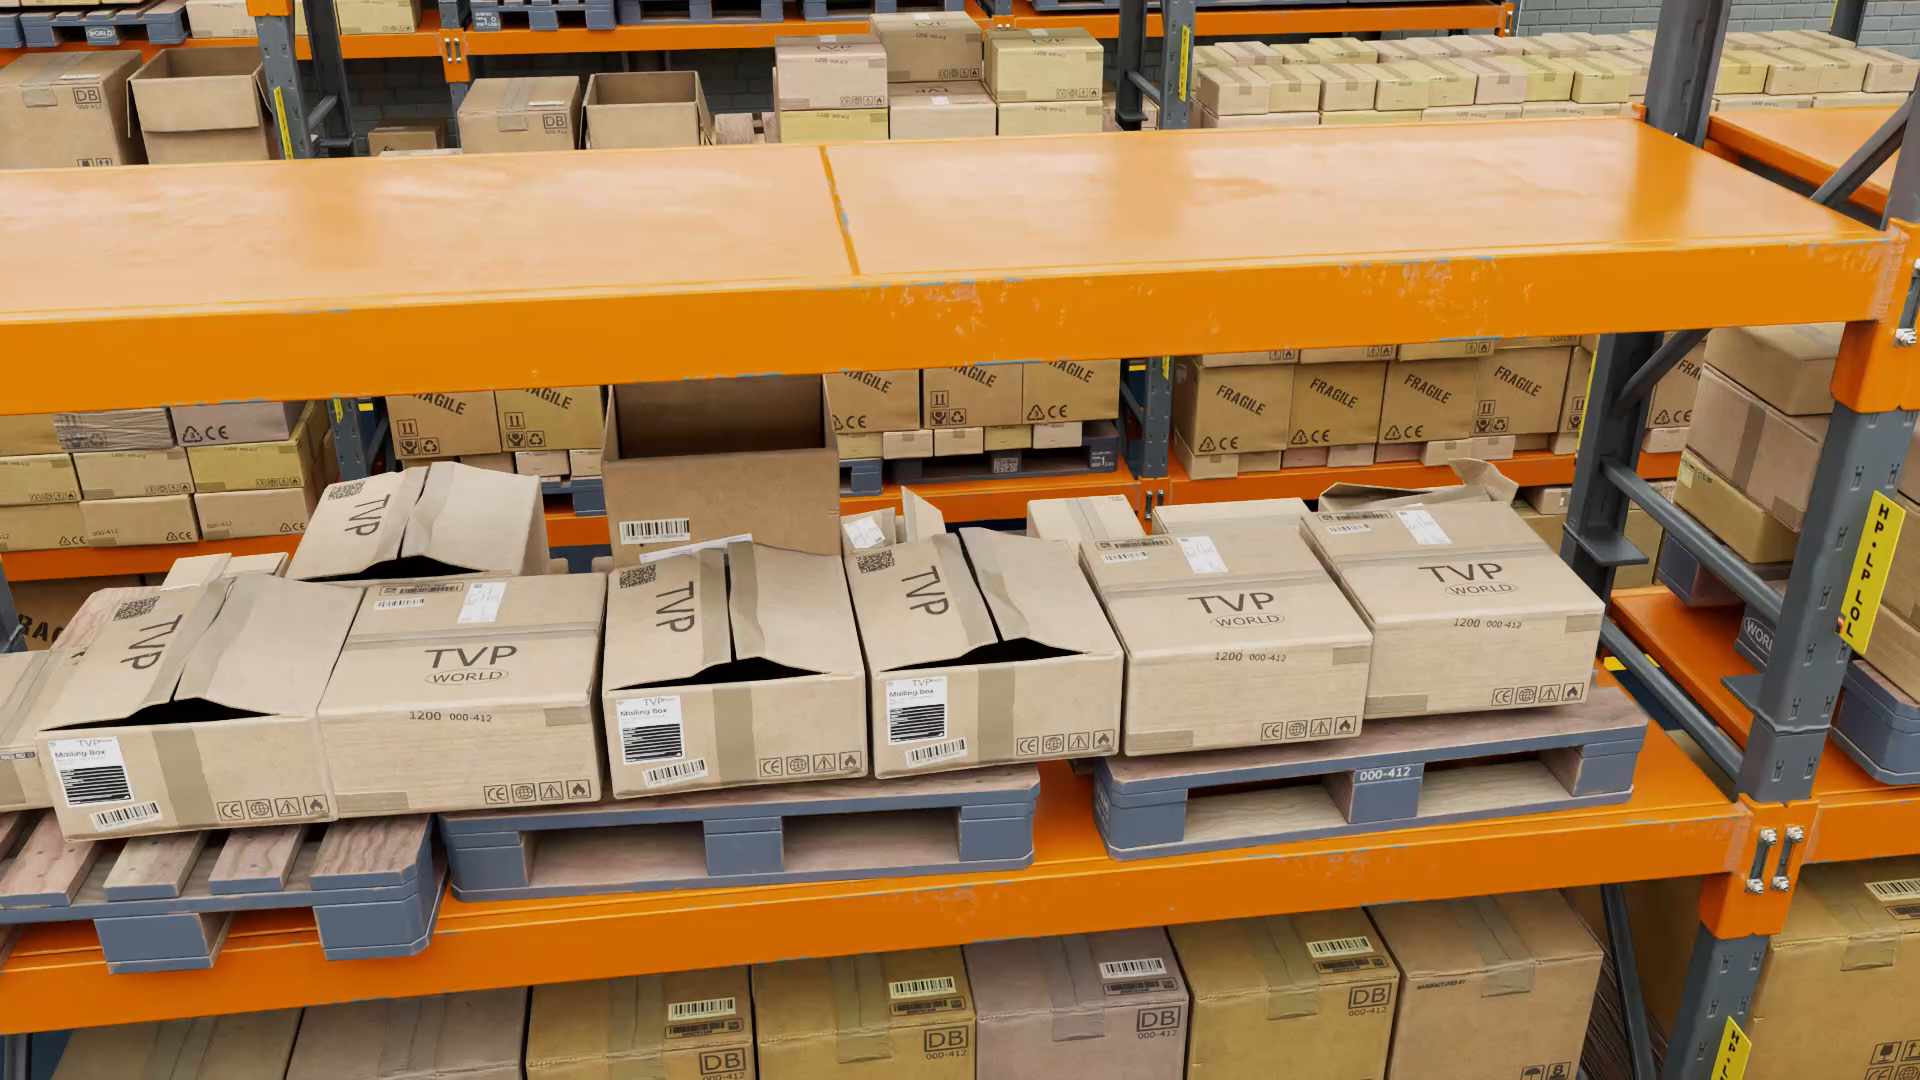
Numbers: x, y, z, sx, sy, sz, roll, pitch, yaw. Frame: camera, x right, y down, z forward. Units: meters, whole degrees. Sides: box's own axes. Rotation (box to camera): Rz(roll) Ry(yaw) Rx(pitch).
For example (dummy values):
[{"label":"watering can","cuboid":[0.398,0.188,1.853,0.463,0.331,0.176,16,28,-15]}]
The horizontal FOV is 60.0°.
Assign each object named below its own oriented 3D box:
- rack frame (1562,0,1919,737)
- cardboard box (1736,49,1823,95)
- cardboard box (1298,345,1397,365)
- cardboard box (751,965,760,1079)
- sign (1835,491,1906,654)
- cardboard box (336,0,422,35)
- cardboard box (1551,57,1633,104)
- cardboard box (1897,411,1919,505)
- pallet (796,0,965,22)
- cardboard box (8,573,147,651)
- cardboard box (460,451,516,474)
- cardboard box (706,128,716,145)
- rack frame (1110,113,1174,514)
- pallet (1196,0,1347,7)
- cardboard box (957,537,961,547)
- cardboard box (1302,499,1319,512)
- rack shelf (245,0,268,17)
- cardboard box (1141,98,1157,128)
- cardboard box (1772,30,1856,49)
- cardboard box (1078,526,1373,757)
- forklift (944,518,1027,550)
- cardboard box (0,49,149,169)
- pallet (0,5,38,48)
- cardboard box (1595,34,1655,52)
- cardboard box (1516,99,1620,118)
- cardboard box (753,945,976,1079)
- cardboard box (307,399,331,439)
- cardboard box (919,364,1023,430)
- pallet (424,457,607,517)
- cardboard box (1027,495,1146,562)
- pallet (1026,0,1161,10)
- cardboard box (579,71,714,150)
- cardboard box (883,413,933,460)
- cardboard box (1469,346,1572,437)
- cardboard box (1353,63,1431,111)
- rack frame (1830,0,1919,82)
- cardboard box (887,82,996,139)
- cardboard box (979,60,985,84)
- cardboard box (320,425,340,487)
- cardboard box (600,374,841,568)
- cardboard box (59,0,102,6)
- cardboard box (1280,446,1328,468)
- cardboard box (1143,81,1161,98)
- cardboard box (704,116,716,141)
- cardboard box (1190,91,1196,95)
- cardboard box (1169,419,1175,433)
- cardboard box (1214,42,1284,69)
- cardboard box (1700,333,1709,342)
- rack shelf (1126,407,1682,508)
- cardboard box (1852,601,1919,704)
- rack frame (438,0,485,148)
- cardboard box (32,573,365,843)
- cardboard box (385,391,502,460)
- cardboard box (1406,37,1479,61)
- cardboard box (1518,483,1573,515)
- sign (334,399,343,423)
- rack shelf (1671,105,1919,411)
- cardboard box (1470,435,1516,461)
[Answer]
[{"label":"rack frame","cuboid":[1.740,-1.143,3.323,0.127,3.000,1.000,-4,27,-7]},{"label":"cardboard box","cuboid":[4.107,-2.359,8.380,0.250,0.149,0.380,-4,27,-8]},{"label":"cardboard box","cuboid":[1.925,-1.280,8.630,0.500,0.500,0.700,-4,27,-7]},{"label":"cardboard box","cuboid":[-0.316,1.488,4.656,0.500,0.500,0.500,-3,27,-6]},{"label":"sign","cuboid":[1.825,0.066,3.341,0.005,0.325,0.100,-4,27,-7]},{"label":"cardboard box","cuboid":[-4.180,-3.820,11.990,0.500,0.250,0.500,-5,28,-9]},{"label":"cardboard box","cuboid":[3.104,-2.270,8.206,0.250,0.149,0.380,-3,27,-6]},{"label":"cardboard box","cuboid":[2.148,-0.152,3.510,0.250,0.149,0.380,-3,27,-7]},{"label":"pallet","cuboid":[-0.617,-4.137,12.652,1.217,0.209,0.805,-5,28,-9]},{"label":"cardboard box","cuboid":[-4.590,0.369,8.816,0.875,0.875,0.875,-3,27,-6]},{"label":"cardboard box","cuboid":[-2.378,-0.465,8.389,0.250,0.149,0.380,-5,28,-10]},{"label":"cardboard box","cuboid":[-1.829,-3.062,12.814,0.250,0.149,0.380,-4,27,-7]},{"label":"rack frame","cuboid":[0.950,-0.705,9.042,0.127,3.000,1.000,-4,27,-7]},{"label":"pallet","cuboid":[2.301,-4.386,13.027,1.213,0.211,1.003,-4,27,-7]},{"label":"cardboard box","cuboid":[-0.280,0.359,9.386,0.625,0.372,0.950,-2,27,-4]},{"label":"cardboard box","cuboid":[2.101,0.043,9.314,0.500,0.500,0.500,-3,27,-5]},{"label":"rack shelf","cuboid":[-4.991,-2.495,7.184,4.000,0.370,1.077,-4,27,-7]},{"label":"cardboard box","cuboid":[1.379,-3.348,13.047,0.250,0.149,0.380,-3,27,-6]},{"label":"cardboard box","cuboid":[4.531,-2.607,8.864,0.250,0.149,0.380,-4,27,-7]},{"label":"cardboard box","cuboid":[0.548,0.205,3.577,0.500,0.250,0.500,-4,27,-8]},{"label":"forklift","cuboid":[-0.047,-1.591,10.842,1.130,2.935,3.031,-2,27,-4]},{"label":"cardboard box","cuboid":[-3.965,-1.868,7.452,0.500,0.500,0.700,-5,28,-10]},{"label":"pallet","cuboid":[-7.011,-3.701,11.800,1.003,0.211,1.213,-4,27,-7]},{"label":"cardboard box","cuboid":[3.537,-2.554,8.761,0.250,0.149,0.380,-4,27,-7]},{"label":"cardboard box","cuboid":[2.931,-2.106,8.324,0.500,0.250,0.500,-3,27,-7]},{"label":"cardboard box","cuboid":[-0.261,1.168,4.186,0.500,0.500,0.700,-4,27,-8]},{"label":"cardboard box","cuboid":[-3.547,-0.686,8.621,0.500,0.250,0.500,-4,27,-7]},{"label":"cardboard box","cuboid":[0.034,-0.904,8.533,0.500,0.500,0.500,-4,27,-7]},{"label":"pallet","cuboid":[-2.320,-0.459,8.772,1.003,0.211,1.213,-4,27,-7]},{"label":"cardboard box","cuboid":[0.316,0.043,4.002,0.250,0.149,0.380,-4,27,-7]},{"label":"pallet","cuboid":[1.096,-4.310,12.878,1.213,0.211,1.003,-4,27,-7]},{"label":"cardboard box","cuboid":[-1.504,-1.941,8.052,0.637,0.503,0.797,-4,27,-7]},{"label":"cardboard box","cuboid":[-0.287,-0.564,8.581,0.250,0.149,0.380,-3,27,-7]},{"label":"cardboard box","cuboid":[2.915,-0.894,8.973,0.500,0.500,0.500,-3,27,-7]},{"label":"cardboard box","cuboid":[2.088,-2.203,8.075,0.250,0.149,0.380,-4,27,-7]},{"label":"rack frame","cuboid":[4.911,-3.629,8.168,0.127,3.000,1.000,-4,27,-7]},{"label":"cardboard box","cuboid":[-0.110,-2.028,8.037,0.500,0.250,0.500,-3,27,-6]},{"label":"cardboard box","cuboid":[0.316,-2.304,8.576,0.500,0.250,0.500,-4,27,-9]},{"label":"cardboard box","cuboid":[-3.530,-0.467,8.741,0.500,0.250,0.500,-4,27,-8]},{"label":"cardboard box","cuboid":[-0.539,-0.067,3.833,0.500,0.500,0.500,-4,27,-7]},{"label":"cardboard box","cuboid":[-6.052,-3.812,11.515,0.250,0.149,0.380,-3,27,-6]},{"label":"cardboard box","cuboid":[1.809,-0.539,8.992,0.250,0.149,0.380,-4,27,-7]},{"label":"cardboard box","cuboid":[1.542,-3.643,13.621,0.250,0.149,0.380,-4,27,-8]},{"label":"cardboard box","cuboid":[-1.894,-3.246,13.173,0.250,0.149,0.380,-3,27,-6]},{"label":"cardboard box","cuboid":[1.352,-2.256,8.615,0.500,0.250,0.500,-4,27,-8]},{"label":"cardboard box","cuboid":[1.226,-0.752,9.407,0.250,0.149,0.380,-4,27,-8]},{"label":"cardboard box","cuboid":[1.480,-2.453,8.564,0.250,0.149,0.380,-4,27,-8]},{"label":"cardboard box","cuboid":[3.934,-1.422,8.907,0.500,0.500,0.700,-3,27,-7]},{"label":"rack shelf","cuboid":[2.931,-0.513,9.454,4.000,0.370,1.077,-4,27,-7]},{"label":"cardboard box","cuboid":[2.148,0.202,3.692,0.250,0.149,0.380,-4,27,-8]},{"label":"rack frame","cuboid":[-3.706,-2.695,12.918,0.127,3.000,1.000,-4,27,-7]},{"label":"cardboard box","cuboid":[-1.474,0.307,3.310,0.500,0.311,0.500,-4,27,-7]},{"label":"cardboard box","cuboid":[-2.533,-0.739,8.211,0.500,0.500,0.500,-4,27,-9]},{"label":"cardboard box","cuboid":[2.509,-2.515,8.684,0.250,0.149,0.380,-3,27,-7]},{"label":"cardboard box","cuboid":[3.289,-0.292,9.257,0.250,0.149,0.380,-3,27,-5]},{"label":"sign","cuboid":[-2.930,-0.715,7.793,0.005,0.325,0.100,-4,27,-7]},{"label":"rack shelf","cuboid":[3.720,-0.772,3.827,4.000,0.370,1.077,-4,27,-7]},{"label":"cardboard box","cuboid":[2.820,-0.574,9.062,0.250,0.149,0.380,-4,27,-7]}]
